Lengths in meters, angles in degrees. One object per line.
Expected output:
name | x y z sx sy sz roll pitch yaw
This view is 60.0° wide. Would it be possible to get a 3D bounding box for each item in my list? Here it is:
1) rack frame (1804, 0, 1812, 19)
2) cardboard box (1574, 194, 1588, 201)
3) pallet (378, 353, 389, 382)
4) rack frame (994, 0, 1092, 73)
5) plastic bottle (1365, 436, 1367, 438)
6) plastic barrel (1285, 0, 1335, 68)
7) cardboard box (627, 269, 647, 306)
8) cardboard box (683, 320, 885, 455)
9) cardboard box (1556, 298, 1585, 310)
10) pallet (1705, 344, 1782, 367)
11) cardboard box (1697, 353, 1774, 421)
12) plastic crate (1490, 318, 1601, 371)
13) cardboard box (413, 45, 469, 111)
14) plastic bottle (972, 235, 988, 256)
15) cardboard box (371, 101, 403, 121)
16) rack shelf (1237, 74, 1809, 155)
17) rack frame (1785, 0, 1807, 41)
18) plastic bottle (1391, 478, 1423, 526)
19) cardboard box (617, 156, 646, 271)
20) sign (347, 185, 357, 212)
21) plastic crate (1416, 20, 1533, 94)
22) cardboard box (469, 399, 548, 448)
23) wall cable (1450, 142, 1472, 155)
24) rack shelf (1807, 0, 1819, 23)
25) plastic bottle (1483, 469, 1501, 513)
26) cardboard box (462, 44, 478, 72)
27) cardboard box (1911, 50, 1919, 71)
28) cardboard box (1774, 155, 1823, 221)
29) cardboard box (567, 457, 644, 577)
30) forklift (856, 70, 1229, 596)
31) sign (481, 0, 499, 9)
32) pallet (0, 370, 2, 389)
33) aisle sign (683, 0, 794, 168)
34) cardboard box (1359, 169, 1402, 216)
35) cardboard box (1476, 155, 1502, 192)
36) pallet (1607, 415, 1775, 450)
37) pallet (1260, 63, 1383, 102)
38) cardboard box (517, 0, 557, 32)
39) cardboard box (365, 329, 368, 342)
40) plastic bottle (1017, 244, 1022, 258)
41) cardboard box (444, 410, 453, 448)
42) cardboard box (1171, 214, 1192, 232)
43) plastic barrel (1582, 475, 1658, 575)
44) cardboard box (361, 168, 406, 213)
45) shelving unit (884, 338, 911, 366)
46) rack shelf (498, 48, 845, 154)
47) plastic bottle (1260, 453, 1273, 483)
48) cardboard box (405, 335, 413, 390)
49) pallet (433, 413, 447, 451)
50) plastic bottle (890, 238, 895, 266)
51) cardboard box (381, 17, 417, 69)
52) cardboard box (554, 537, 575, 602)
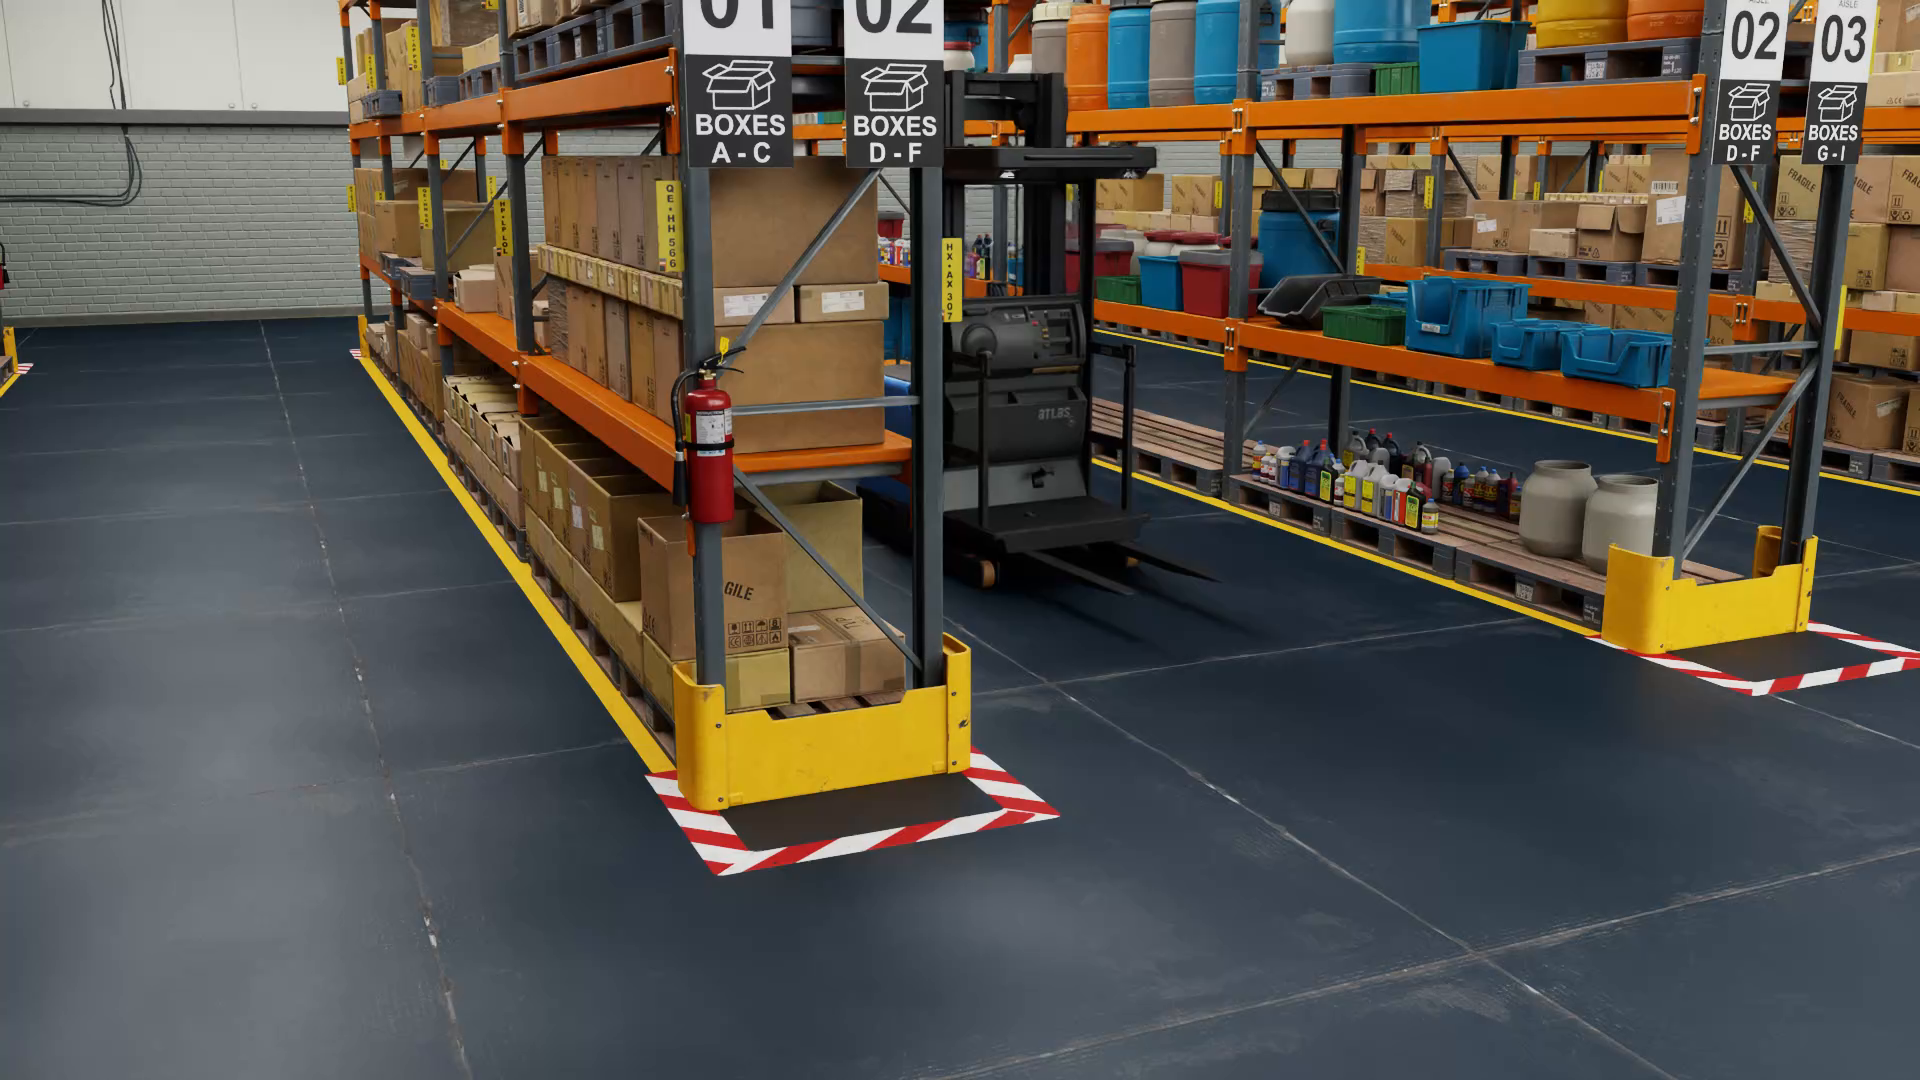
rack frame | 9.909 -6.407 18.596 1.000 3.000 0.127 -6 14 -23
cardboard box | 8.260 -4.450 21.750 0.380 0.149 0.250 -5 14 -22
pallet | -6.124 -2.025 19.154 1.003 0.211 1.213 -6 14 -23
rack frame | 0.785 -5.533 14.818 1.000 3.000 0.127 -6 14 -23
plastic bottle | 2.883 -0.605 11.880 0.061 0.283 0.133 -5 14 -20
plastic barrel | 2.380 -3.397 11.064 0.421 0.512 0.421 0 13 0
cardboard box | -1.291 -1.150 7.526 0.380 0.149 0.250 -5 14 -21
cardboard box | -0.725 -0.657 6.834 0.700 0.500 0.500 -6 14 -23
cardboard box | 8.359 -3.121 22.315 0.500 0.500 0.500 -5 14 -21
pallet | 9.597 -2.287 20.285 1.003 0.211 1.213 -6 14 -23
cardboard box | 6.700 -1.356 14.645 0.700 0.500 0.500 -7 15 -27
plastic crate | 3.260 -1.096 9.282 0.499 0.251 0.408 -6 14 -23
cardboard box | -3.960 -3.760 13.591 0.910 0.500 0.500 -6 14 -23
plastic bottle | 0.207 -2.983 17.215 0.144 0.351 0.185 -6 14 -23
cardboard box | -5.796 -4.454 17.144 0.500 0.250 0.500 -6 14 -23
rack shelf | 3.189 -2.481 9.881 1.077 0.370 4.000 -6 14 -23
rack frame | 6.926 -5.154 13.180 1.000 3.000 0.127 -6 14 -23
plastic bottle | 2.777 -0.239 10.314 0.152 0.276 0.135 -6 14 -23
cardboard box | -1.165 -1.512 7.652 0.700 0.500 0.500 -6 14 -23
sign | -7.457 -4.189 20.396 0.100 0.325 0.005 -6 14 -23
plastic crate | 2.950 -2.777 9.601 0.392 0.384 0.575 -6 14 -23
cardboard box | -3.187 -0.847 11.801 0.500 0.311 0.500 -6 14 -24
wall cable | 10.214 -7.394 33.910 0.588 1.984 0.122 -6 14 -23
rack shelf | 10.710 -5.449 16.937 1.077 0.370 4.000 -6 14 -23
plastic bottle | 3.412 -0.316 10.657 0.097 0.271 0.097 0 13 0
cardboard box | -3.521 -3.668 12.813 0.500 0.250 0.500 -7 15 -27
cardboard box | 7.196 -3.502 12.144 0.380 0.149 0.250 -6 14 -24
cardboard box | 6.873 -2.796 13.198 0.500 0.500 0.500 -6 14 -23
cardboard box | -1.651 -0.133 8.298 0.500 0.500 0.500 -6 14 -23
forklift | 0.445 -1.263 9.829 1.130 2.935 3.031 -7 15 -27
sign | -2.646 -3.152 9.341 0.100 0.325 0.005 -6 14 -23
pallet | -10.620 -1.600 17.313 1.003 0.211 1.213 -6 14 -23
aisle sign | -0.793 -1.737 5.957 0.394 0.787 0.004 -6 14 -23
cardboard box | 4.787 -3.882 18.545 0.797 0.503 0.637 -5 14 -22
cardboard box | 7.658 -5.171 23.459 0.500 0.500 0.500 -6 14 -25
pallet | 6.613 -1.033 14.865 1.003 0.211 1.213 -6 14 -23
pallet | 2.766 -3.013 11.001 1.213 0.211 1.003 -6 14 -23
cardboard box | -1.976 -2.788 8.568 0.500 0.311 0.500 -6 15 -26
cardboard box | -7.107 -2.524 20.470 0.380 0.149 0.250 -6 14 -23
plastic bottle | 0.618 -2.847 16.776 0.061 0.283 0.133 -6 14 -23
cardboard box | -3.814 -0.894 13.245 0.500 0.250 0.500 -6 14 -23
cardboard box | 3.094 -4.130 21.734 0.500 0.250 0.500 -5 14 -21
plastic barrel | 3.656 -0.079 9.144 0.421 0.512 0.421 0 13 0
cardboard box | -6.611 -4.025 19.171 0.500 0.500 0.500 -5 14 -22
shelving unit | -0.434 -0.768 11.526 0.258 1.200 0.503 -7 15 -27
rack shelf | -1.351 -2.035 7.951 1.077 0.370 4.000 -6 14 -23
plastic bottle | 2.154 -0.508 11.643 0.097 0.201 0.097 0 13 0
cardboard box | -5.163 -1.755 16.369 0.500 0.500 0.500 -5 14 -22
pallet | -4.019 -0.962 14.560 1.003 0.211 1.213 -6 14 -23
plastic bottle | -0.705 -3.082 17.791 0.061 0.283 0.133 -6 14 -23
cardboard box | -5.587 -5.084 17.092 0.700 0.500 0.500 -6 14 -23
cardboard box | -1.853 0.129 8.828 0.500 0.250 0.500 -6 14 -23
